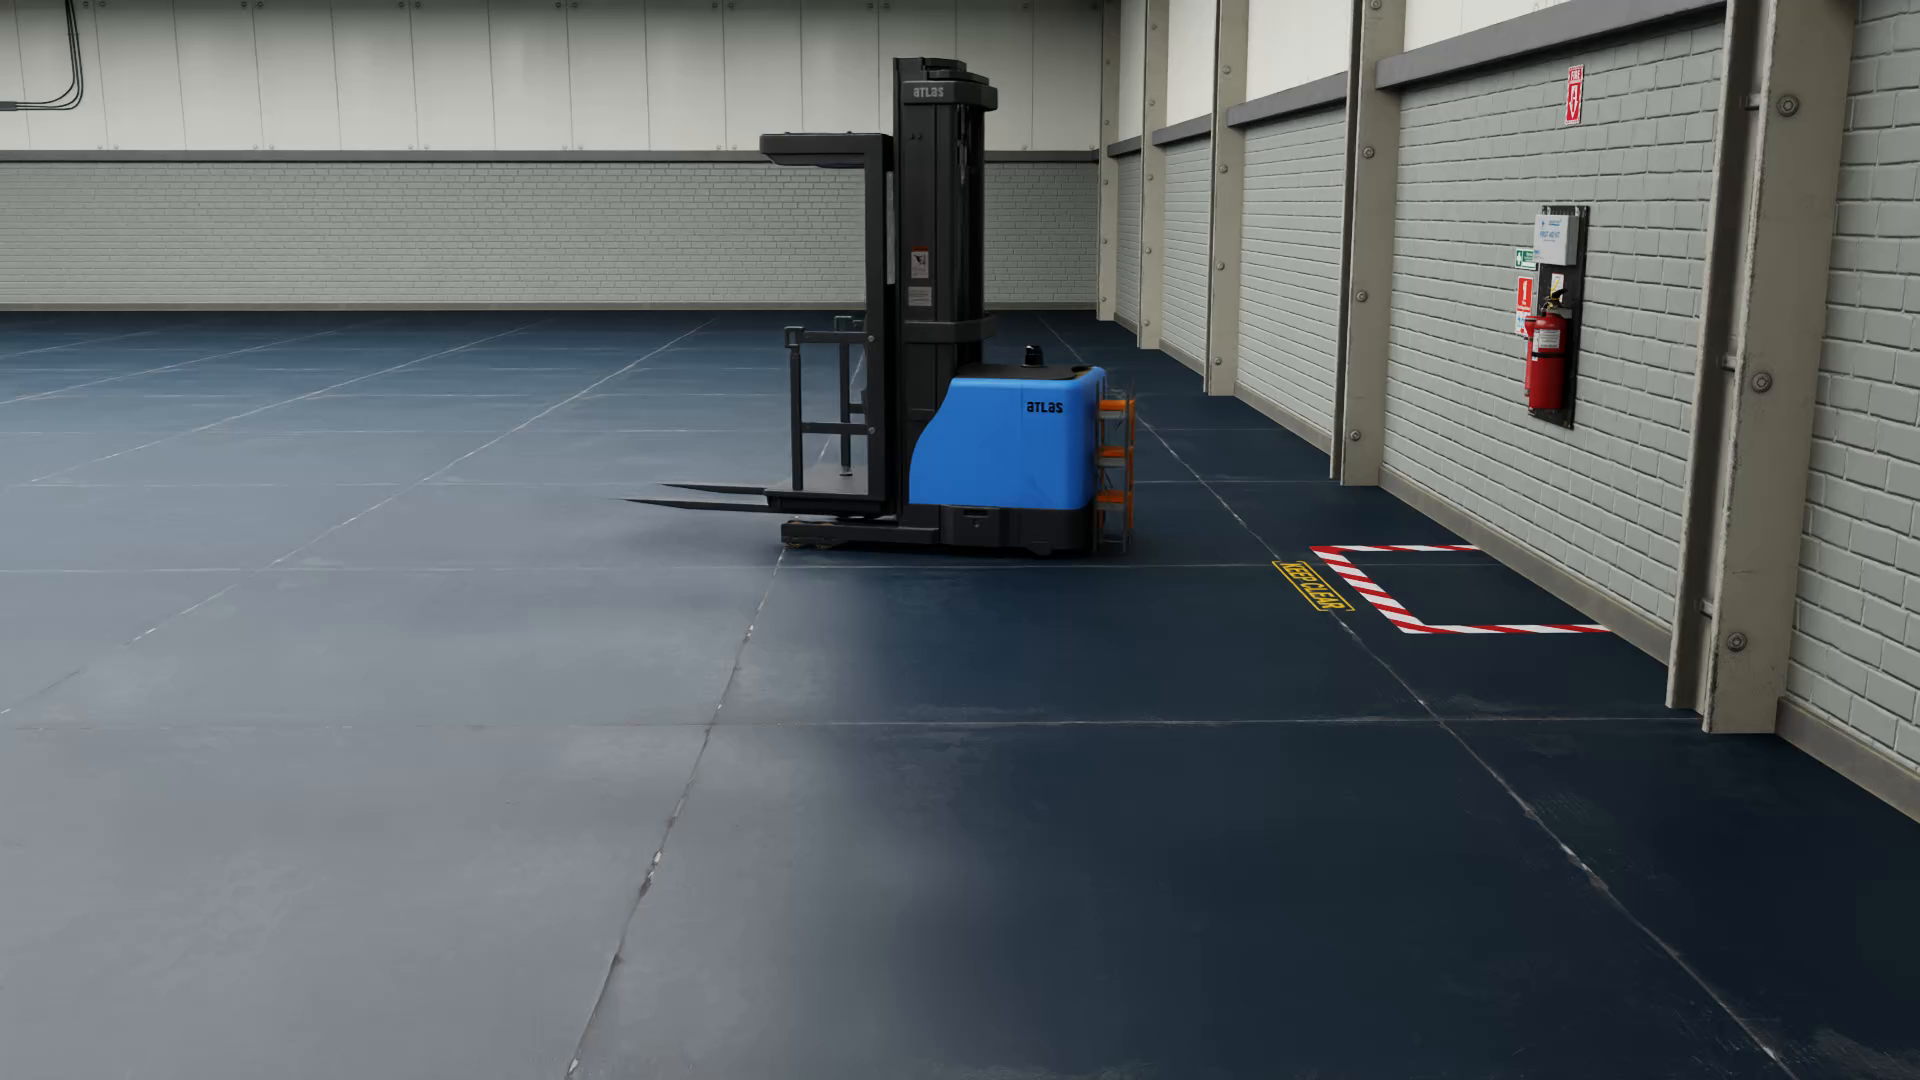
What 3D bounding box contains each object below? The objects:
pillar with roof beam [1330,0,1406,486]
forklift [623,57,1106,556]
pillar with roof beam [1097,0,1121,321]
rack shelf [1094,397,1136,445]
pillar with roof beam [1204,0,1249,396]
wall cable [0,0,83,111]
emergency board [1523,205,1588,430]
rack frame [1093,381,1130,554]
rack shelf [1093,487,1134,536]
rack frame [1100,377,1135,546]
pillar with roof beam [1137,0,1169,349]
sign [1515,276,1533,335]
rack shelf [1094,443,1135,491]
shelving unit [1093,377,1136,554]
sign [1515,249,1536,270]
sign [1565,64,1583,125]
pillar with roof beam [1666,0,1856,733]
[{"bbox_3d":[-1.260,-4.845,11.806,9.100,9.000,0.400,0,11,-1],"label":"pillar with roof beam"},{"bbox_3d":[-0.627,-1.475,10.458,3.031,2.935,1.130,3,12,13],"label":"forklift"},{"bbox_3d":[-1.632,-8.423,29.443,9.100,9.000,0.400,0,11,-1],"label":"pillar with roof beam"},{"bbox_3d":[0.945,-0.727,10.127,0.215,0.259,0.240,3,12,13],"label":"rack shelf"},{"bbox_3d":[-1.384,-6.037,17.685,9.100,9.000,0.400,0,11,-1],"label":"pillar with roof beam"},{"bbox_3d":[-18.068,-10.605,31.644,2.305,6.003,0.169,0,11,-1],"label":"wall cable"},{"bbox_3d":[3.155,-1.221,9.033,0.194,1.169,0.643,0,11,-1],"label":"emergency board"},{"bbox_3d":[0.916,-0.436,10.065,0.200,1.050,0.008,3,12,13],"label":"rack frame"},{"bbox_3d":[0.944,-0.176,10.239,0.215,0.259,0.240,3,12,13],"label":"rack shelf"},{"bbox_3d":[0.973,-0.483,10.298,0.200,1.050,0.008,3,12,13],"label":"rack frame"},{"bbox_3d":[-1.508,-7.230,23.564,9.100,9.000,0.400,0,11,-1],"label":"pillar with roof beam"},{"bbox_3d":[3.247,-1.349,9.573,0.001,0.329,0.234,0,11,-1],"label":"sign"},{"bbox_3d":[0.944,-0.449,10.184,0.215,0.259,0.240,3,12,13],"label":"rack shelf"},{"bbox_3d":[0.944,-0.459,10.182,0.215,1.050,0.252,3,12,13],"label":"shelving unit"},{"bbox_3d":[3.238,-1.608,9.516,0.001,0.109,0.331,0,11,-1],"label":"sign"},{"bbox_3d":[3.254,-2.359,8.813,0.001,0.298,0.199,0,11,-1],"label":"sign"},{"bbox_3d":[-1.136,-3.652,5.927,9.100,9.000,0.400,0,11,-1],"label":"pillar with roof beam"}]
